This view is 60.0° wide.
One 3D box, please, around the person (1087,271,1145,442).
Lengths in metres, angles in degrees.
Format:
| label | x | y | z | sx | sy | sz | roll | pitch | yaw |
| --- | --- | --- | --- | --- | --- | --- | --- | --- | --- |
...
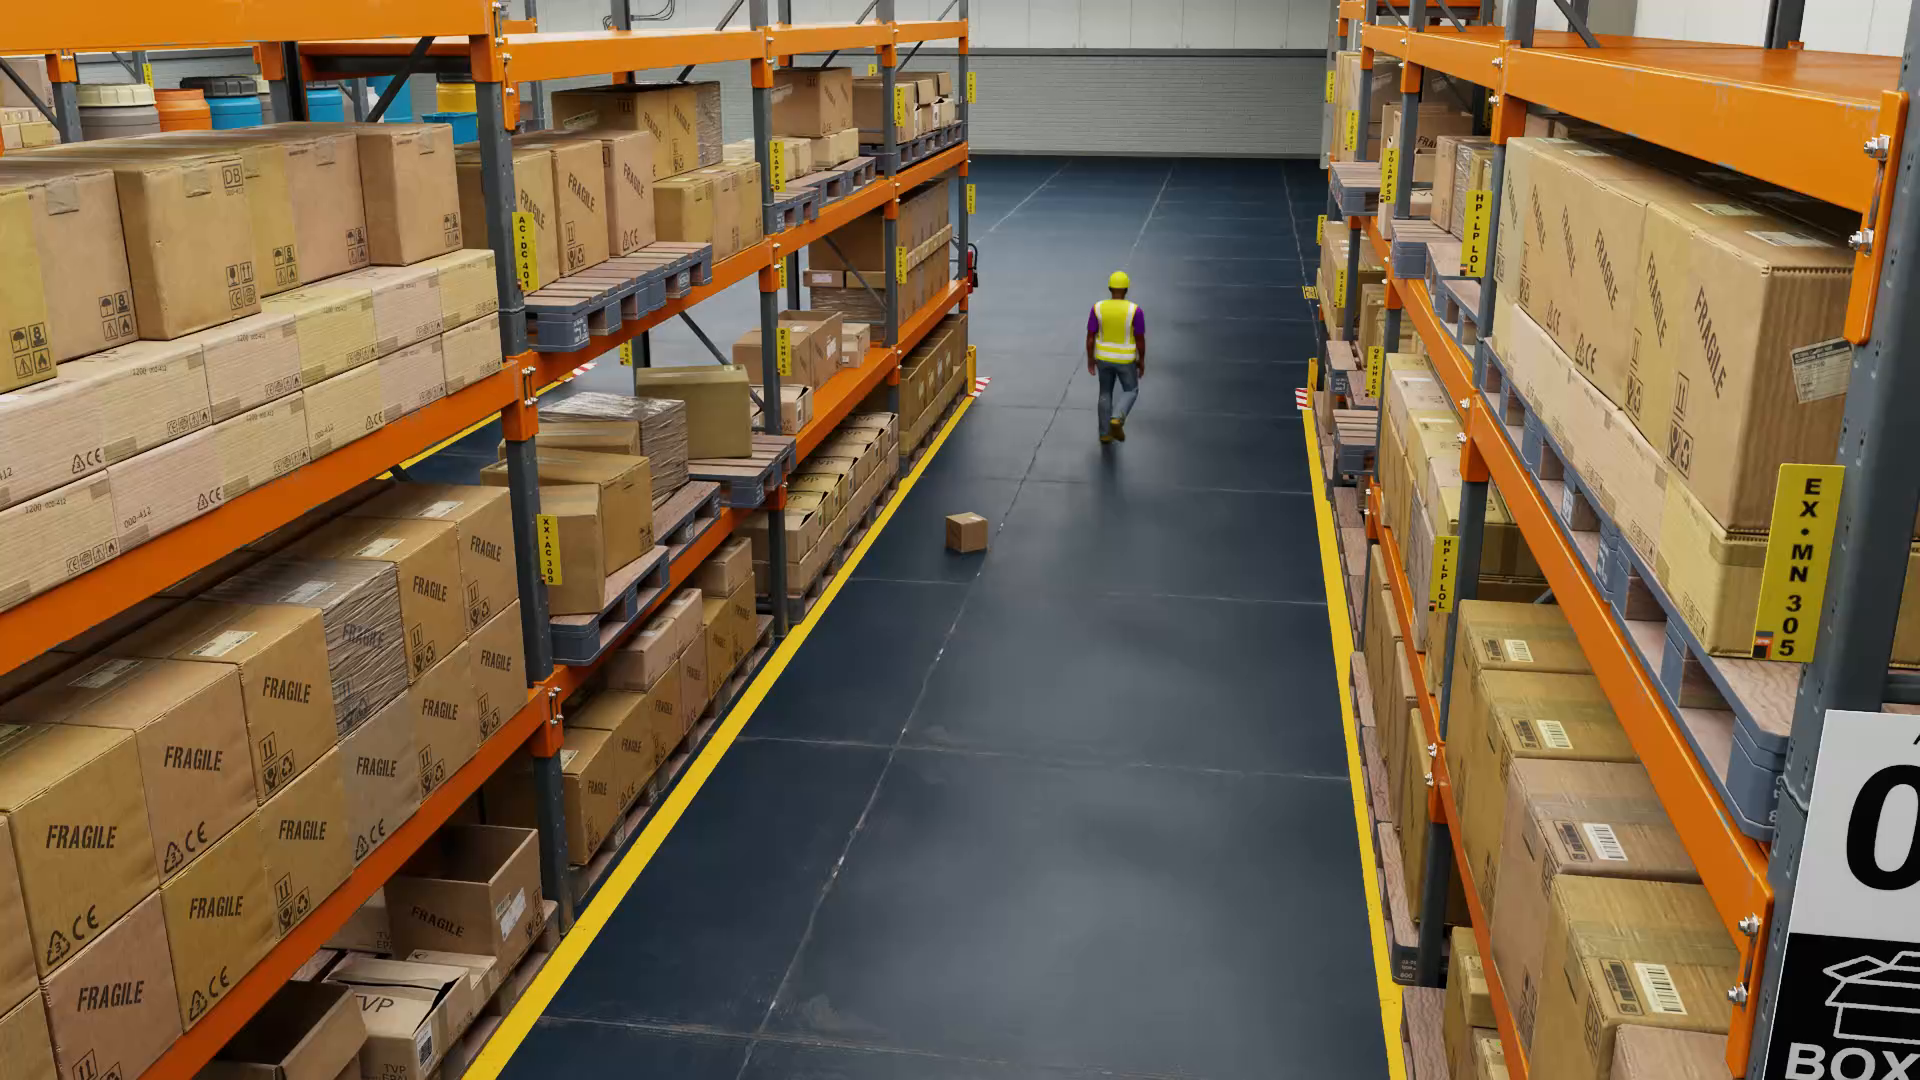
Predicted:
| label | x | y | z | sx | sy | sz | roll | pitch | yaw |
| --- | --- | --- | --- | --- | --- | --- | --- | --- | --- |
| person | 1.568 | -1.821 | 16.665 | 0.593 | 1.752 | 0.625 | 7 | 19 | 19 |
